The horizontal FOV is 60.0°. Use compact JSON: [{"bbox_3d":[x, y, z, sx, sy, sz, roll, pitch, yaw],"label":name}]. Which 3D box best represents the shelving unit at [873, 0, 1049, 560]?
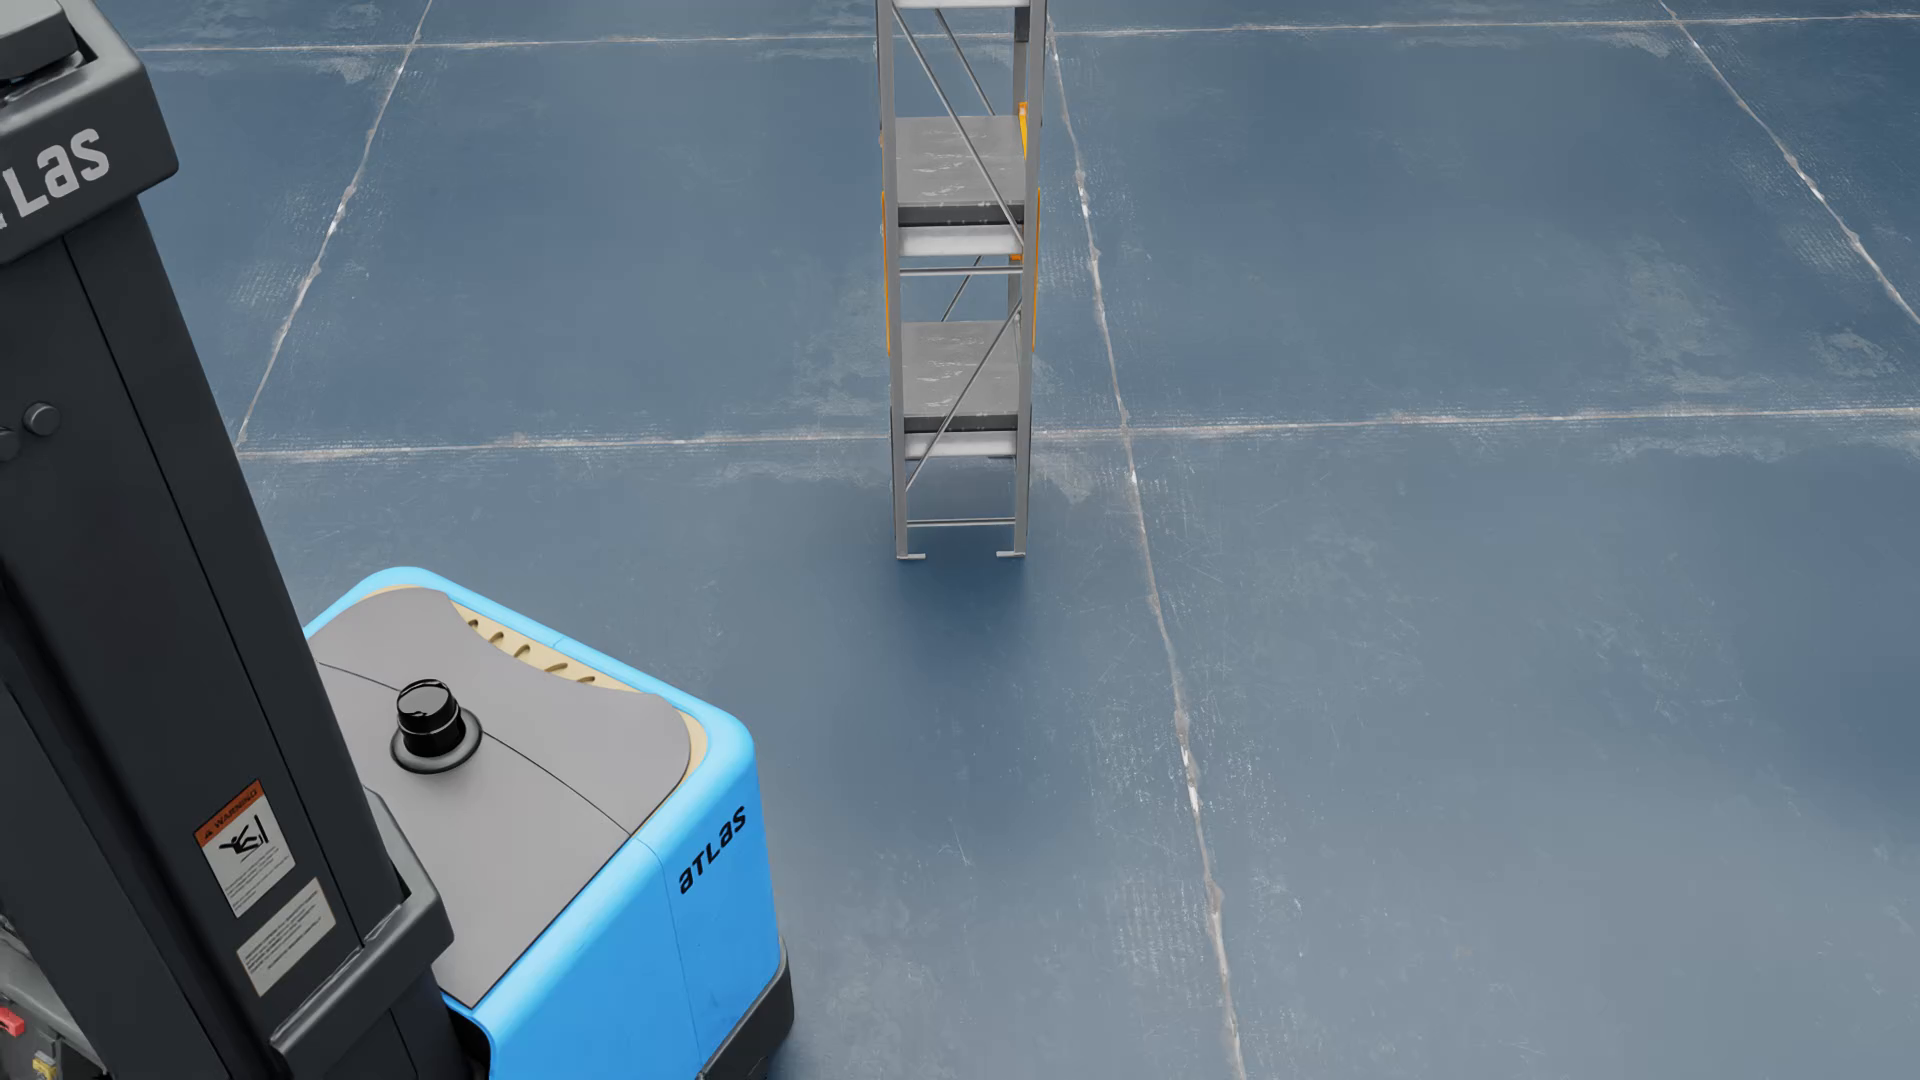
[{"bbox_3d":[-0.007,-0.886,4.662,0.431,2.100,0.503,-2,43,-2],"label":"shelving unit"}]

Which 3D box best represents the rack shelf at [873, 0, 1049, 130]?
[{"bbox_3d":[-0.007,-1.392,4.199,0.431,0.518,0.480,-2,43,-2],"label":"rack shelf"}]

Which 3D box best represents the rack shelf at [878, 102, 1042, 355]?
[{"bbox_3d":[-0.007,-0.876,4.672,0.431,0.518,0.480,-2,43,-2],"label":"rack shelf"}]

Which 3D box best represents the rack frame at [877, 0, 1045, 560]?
[{"bbox_3d":[0.003,-0.721,4.483,0.400,2.100,0.015,-2,43,-2],"label":"rack frame"}]

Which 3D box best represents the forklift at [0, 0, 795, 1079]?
[{"bbox_3d":[-1.575,0.767,2.244,1.130,2.935,3.031,22,47,22],"label":"forklift"}]

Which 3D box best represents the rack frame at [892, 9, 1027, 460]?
[{"bbox_3d":[-0.017,-1.051,4.842,0.400,2.100,0.015,-2,43,-2],"label":"rack frame"}]

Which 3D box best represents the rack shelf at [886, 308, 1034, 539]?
[{"bbox_3d":[-0.007,-0.360,5.145,0.431,0.518,0.480,-2,43,-2],"label":"rack shelf"}]
